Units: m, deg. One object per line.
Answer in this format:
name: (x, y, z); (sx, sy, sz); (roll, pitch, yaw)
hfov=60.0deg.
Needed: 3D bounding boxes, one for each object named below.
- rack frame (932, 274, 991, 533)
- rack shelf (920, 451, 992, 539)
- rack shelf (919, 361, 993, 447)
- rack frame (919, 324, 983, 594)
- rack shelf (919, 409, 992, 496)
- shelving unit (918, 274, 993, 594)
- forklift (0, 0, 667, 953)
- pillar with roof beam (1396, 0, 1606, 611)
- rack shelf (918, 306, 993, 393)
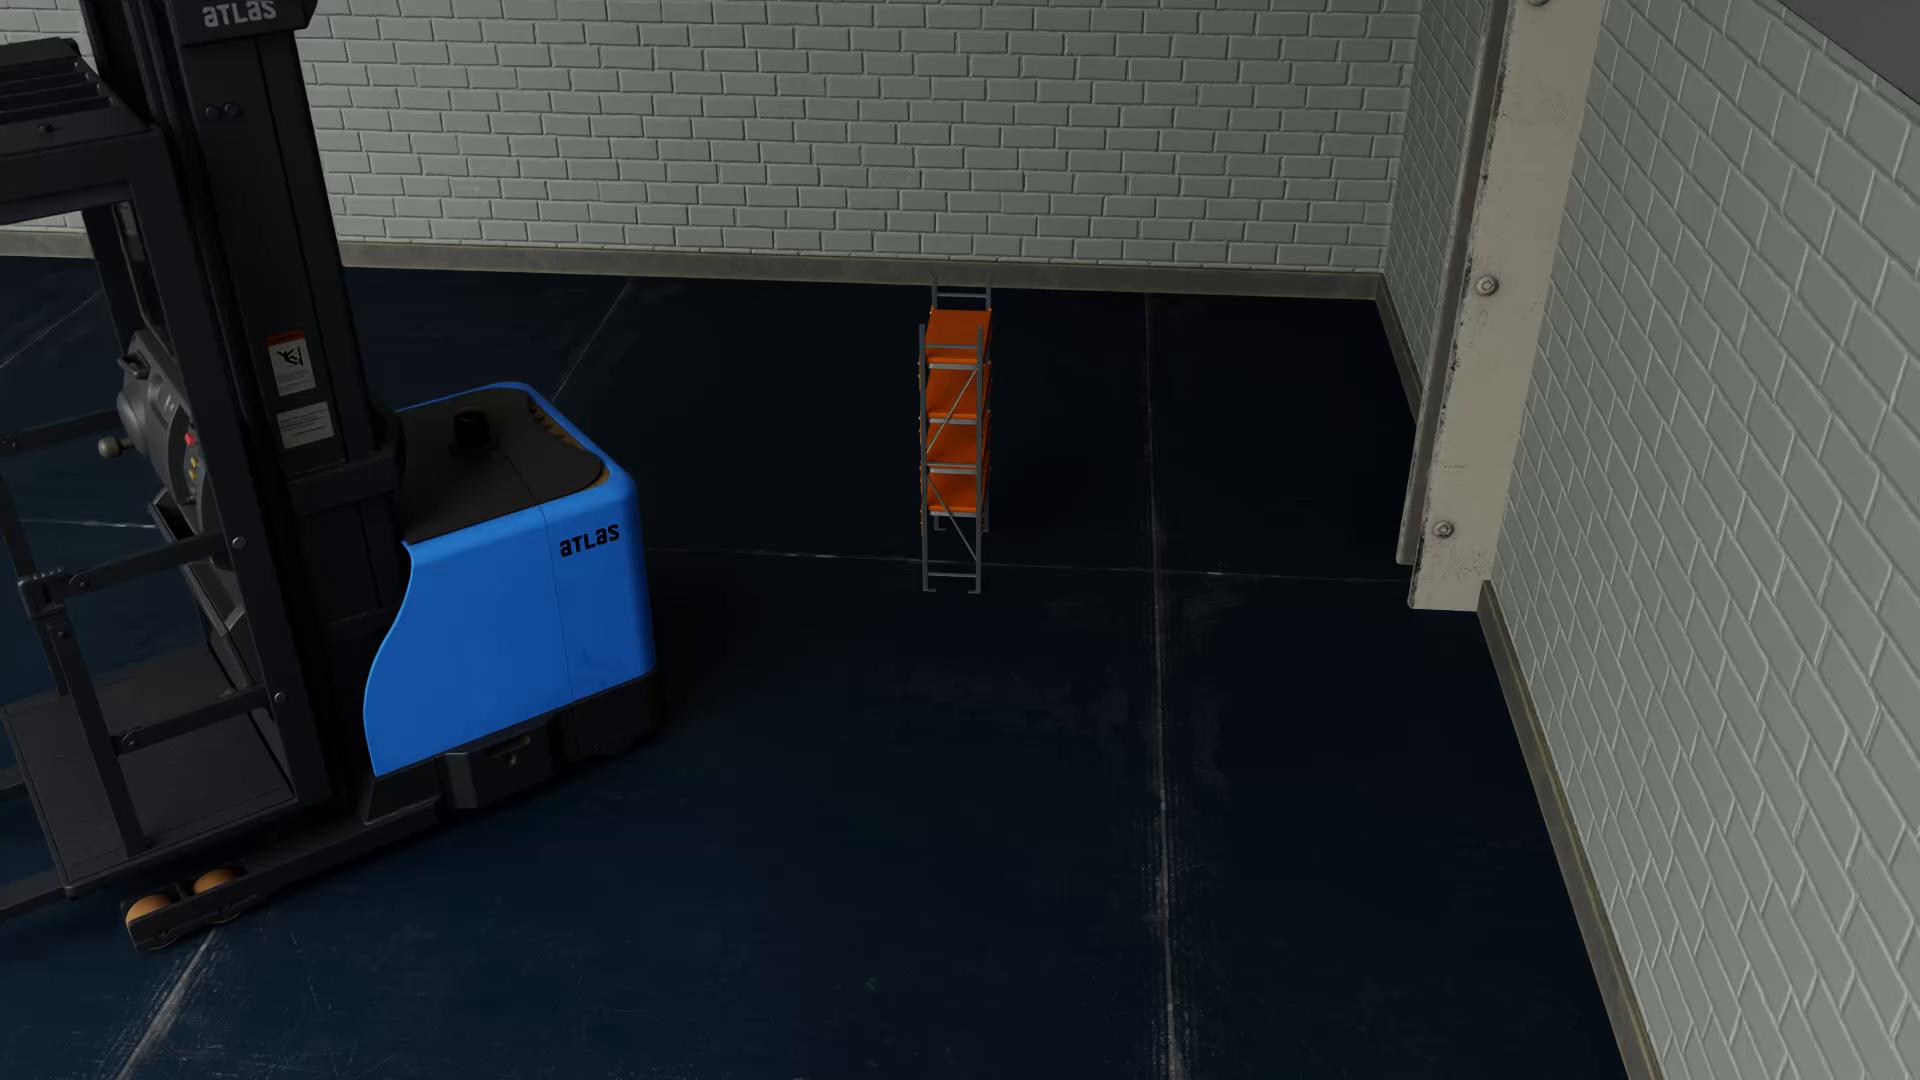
rack frame: (0.006, -0.552, 7.002); (0.240, 1.200, 0.015); (2, 32, 4)
rack shelf: (-0.013, -0.198, 6.934); (0.258, 0.148, 0.480); (2, 32, 4)
rack shelf: (-0.013, -0.557, 6.713); (0.258, 0.148, 0.480); (2, 32, 4)
rack frame: (-0.033, -0.297, 6.588); (0.240, 1.200, 0.015); (2, 32, 4)
rack shelf: (-0.013, -0.367, 6.830); (0.258, 0.148, 0.480); (2, 32, 4)
shelving unit: (-0.013, -0.424, 6.795); (0.258, 1.200, 0.503); (2, 32, 4)
forklift: (-2.564, -0.290, 4.927); (3.031, 2.935, 1.130); (-21, 37, -30)
pillar with roof beam: (-2.285, -3.833, 4.893); (9.100, 9.000, 0.400); (2, 32, 4)
rack shelf: (-0.013, -0.759, 6.589); (0.258, 0.148, 0.480); (2, 32, 4)
